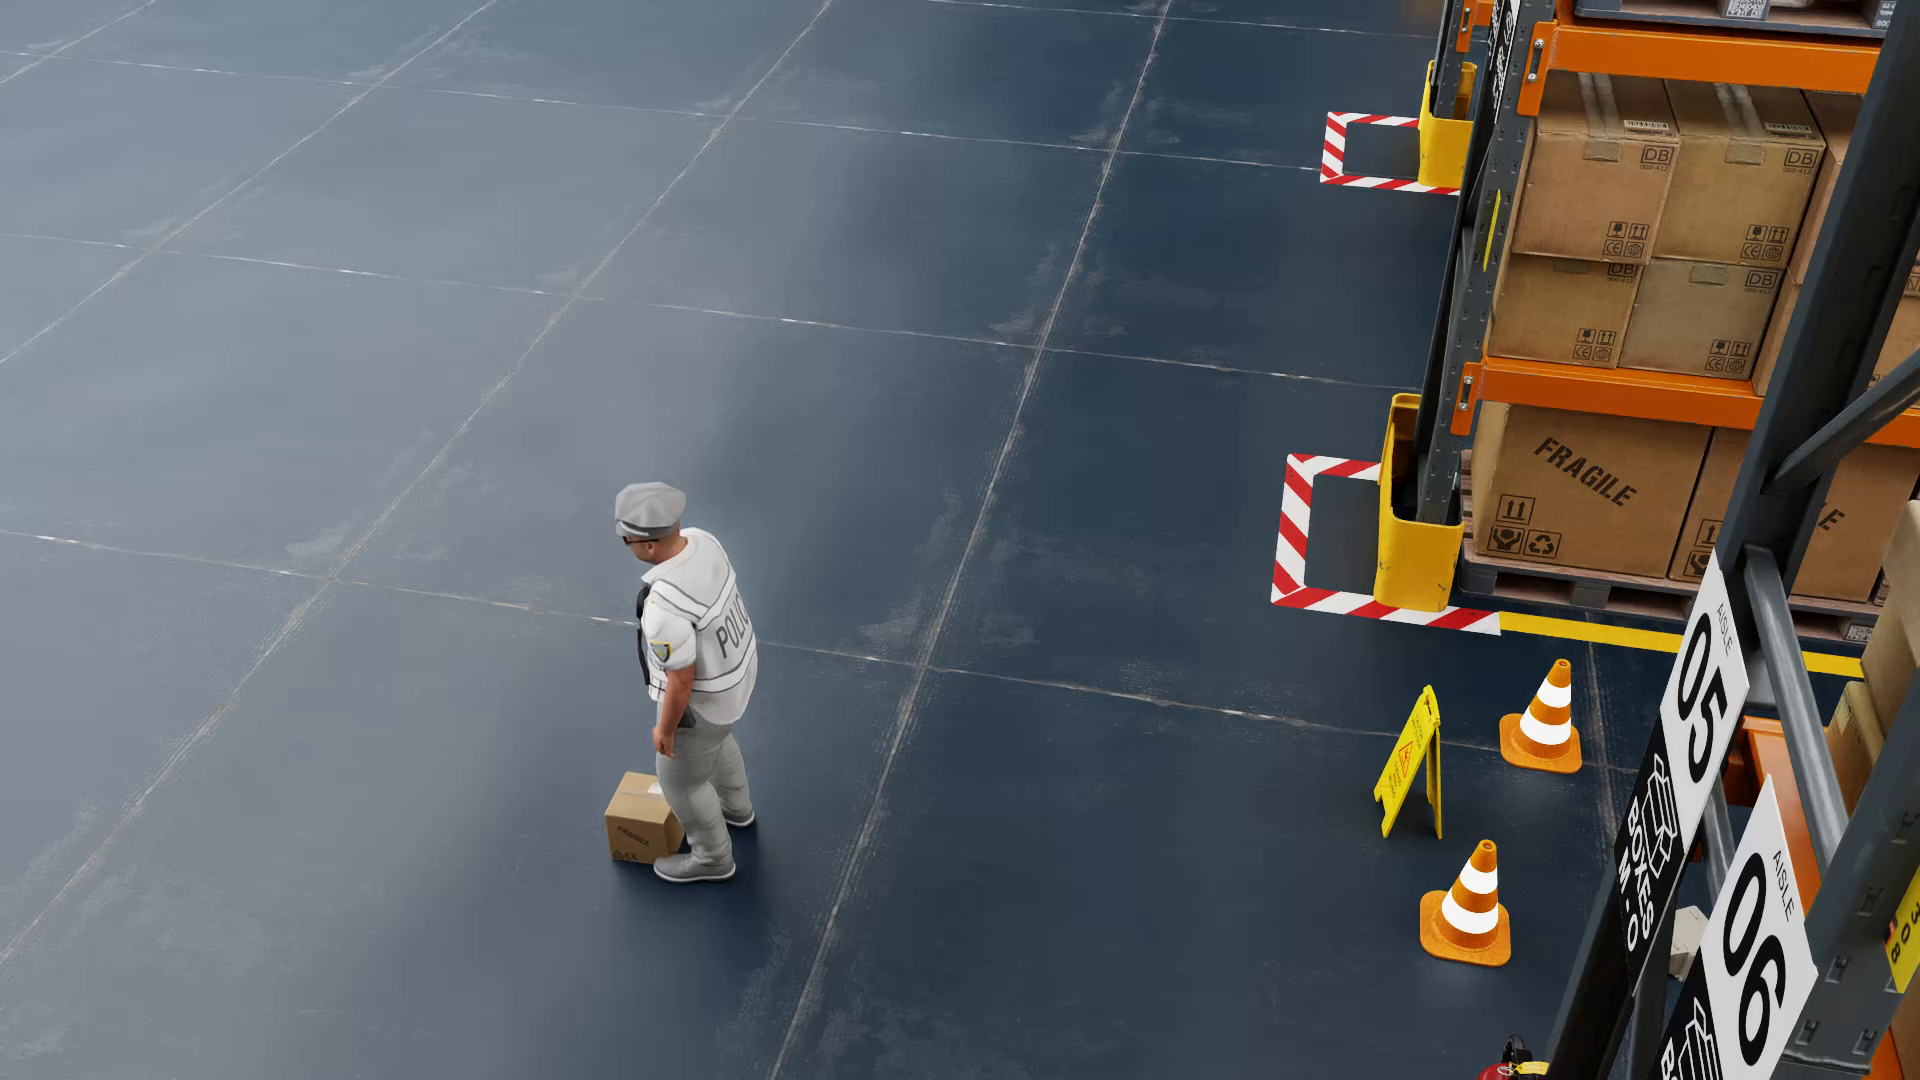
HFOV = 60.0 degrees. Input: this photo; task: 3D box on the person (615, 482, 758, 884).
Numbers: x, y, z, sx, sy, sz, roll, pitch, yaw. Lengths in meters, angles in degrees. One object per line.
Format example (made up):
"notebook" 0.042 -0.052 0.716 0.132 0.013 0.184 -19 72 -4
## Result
"person" -0.982 0.550 6.211 0.434 1.748 0.580 6 37 8
